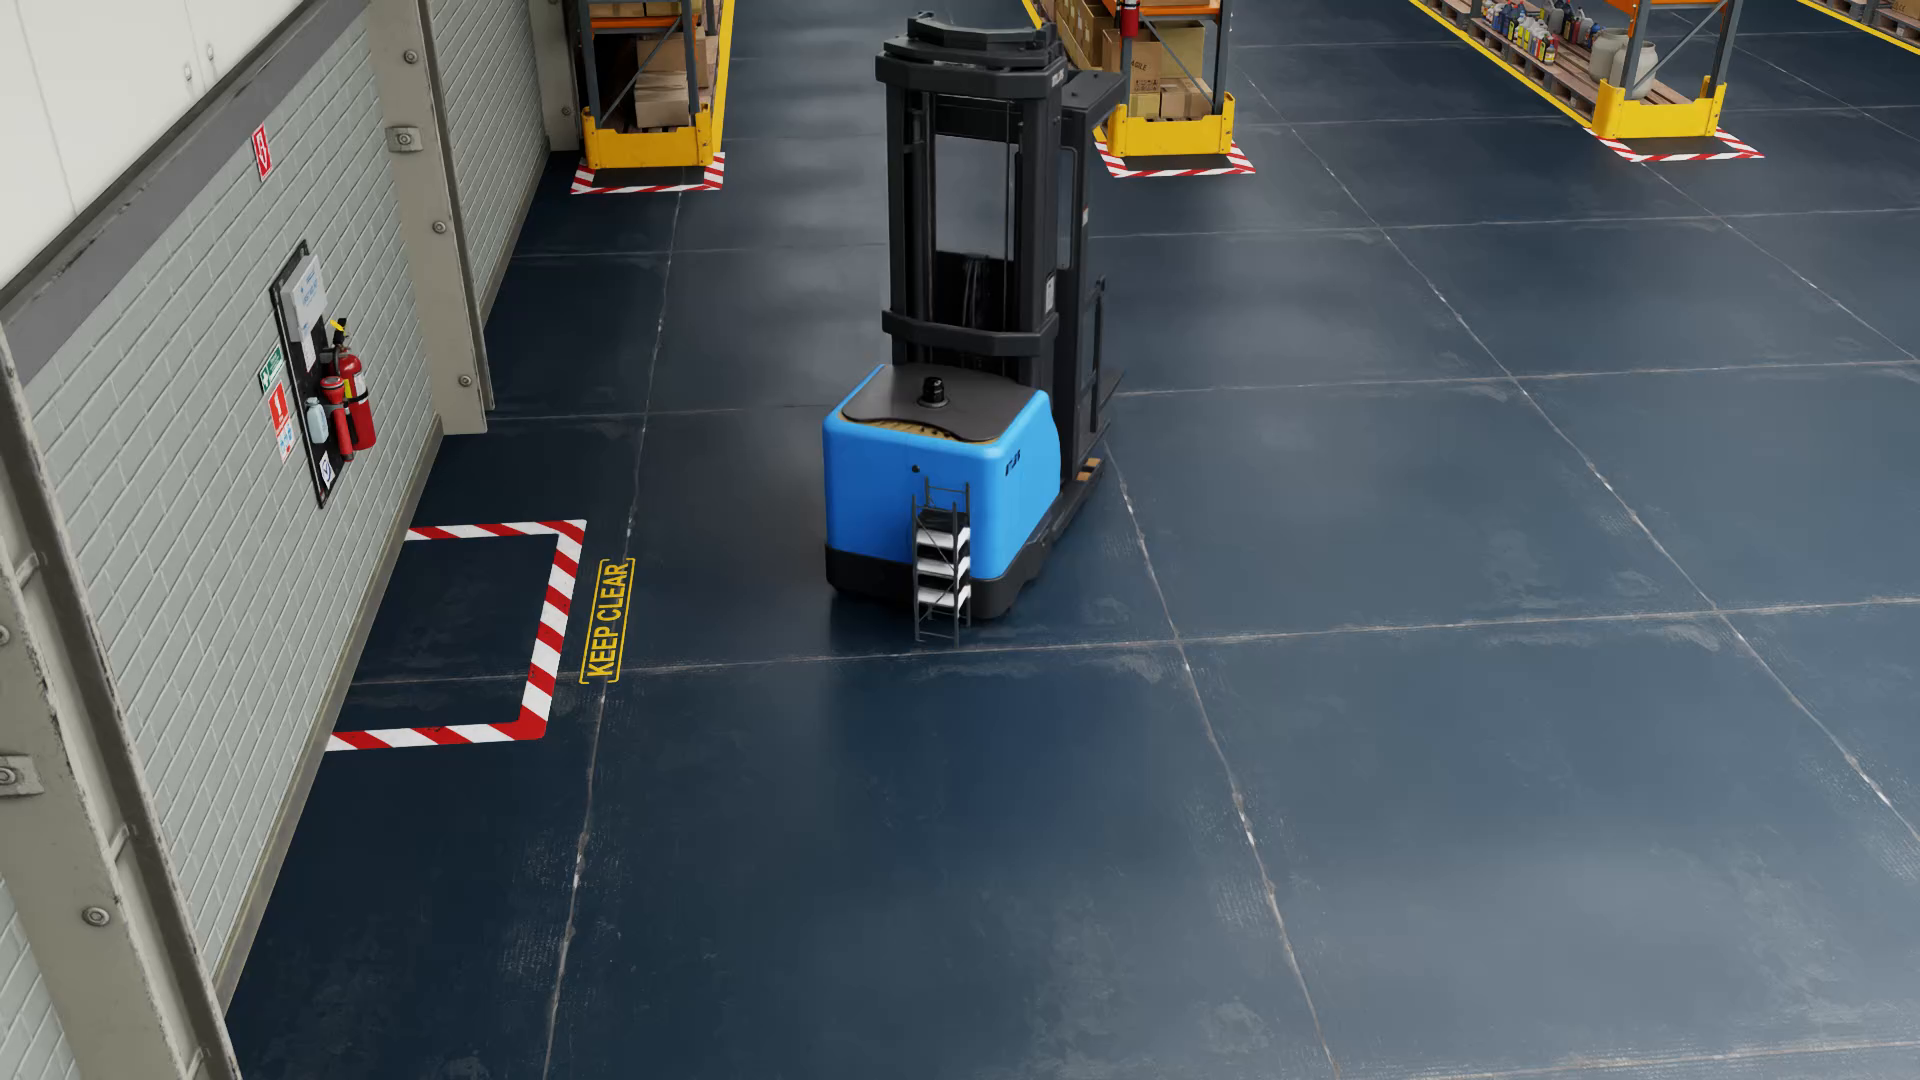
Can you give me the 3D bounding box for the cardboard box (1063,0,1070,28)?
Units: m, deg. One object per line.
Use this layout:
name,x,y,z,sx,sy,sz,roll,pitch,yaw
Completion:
cardboard box,1.424,-5.929,18.292,0.500,0.500,0.500,-3,31,-5

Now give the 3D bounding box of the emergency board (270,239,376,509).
emergency board,-3.094,-0.822,8.201,0.194,1.169,0.643,-3,31,-5

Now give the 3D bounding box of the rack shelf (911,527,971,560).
rack shelf,-0.096,-0.003,8.586,0.258,0.077,0.200,10,34,16

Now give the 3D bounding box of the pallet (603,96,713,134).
pallet,-2.968,-4.091,16.393,1.003,0.211,1.213,-3,31,-5

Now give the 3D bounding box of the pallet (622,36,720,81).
pallet,-3.196,-5.337,18.479,1.003,0.211,1.213,-3,31,-5

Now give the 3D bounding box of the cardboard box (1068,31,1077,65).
cardboard box,1.462,-5.352,18.057,0.500,0.250,0.500,-3,31,-5

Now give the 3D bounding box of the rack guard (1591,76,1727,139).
rack guard,6.889,-4.271,16.413,1.175,0.500,0.348,-3,31,-5

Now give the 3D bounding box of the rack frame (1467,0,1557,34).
rack frame,6.570,-7.350,19.130,1.000,3.000,0.127,-3,31,-5

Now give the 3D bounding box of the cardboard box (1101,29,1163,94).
cardboard box,1.665,-4.653,16.156,0.500,0.500,0.500,-3,31,-5

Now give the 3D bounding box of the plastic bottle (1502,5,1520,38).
plastic bottle,6.249,-5.873,18.812,0.144,0.351,0.185,-4,31,-7

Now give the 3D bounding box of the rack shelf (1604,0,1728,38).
rack shelf,6.756,-6.020,17.605,1.077,0.370,4.000,-3,31,-5

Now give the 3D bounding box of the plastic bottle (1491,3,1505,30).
plastic bottle,6.220,-6.022,19.134,0.152,0.276,0.135,-2,31,-3

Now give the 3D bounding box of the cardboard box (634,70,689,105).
cardboard box,-2.949,-4.516,16.579,0.500,0.311,0.500,0,31,0

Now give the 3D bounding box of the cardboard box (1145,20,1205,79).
cardboard box,2.134,-4.934,16.625,0.500,0.500,0.500,-3,31,-5

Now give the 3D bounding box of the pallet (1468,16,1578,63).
pallet,6.591,-5.808,19.267,1.003,0.211,1.213,-3,31,-5

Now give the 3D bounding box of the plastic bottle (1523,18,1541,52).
plastic bottle,6.307,-5.561,18.289,0.144,0.351,0.185,-2,31,-3

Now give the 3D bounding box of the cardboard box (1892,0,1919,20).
cardboard box,11.498,-6.488,19.715,0.500,0.500,0.500,-4,31,-6

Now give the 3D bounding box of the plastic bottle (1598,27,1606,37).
plastic bottle,7.043,-5.492,18.251,0.097,0.271,0.097,0,31,0

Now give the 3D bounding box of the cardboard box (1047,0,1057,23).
cardboard box,1.310,-6.312,19.664,0.500,0.250,0.500,-3,31,-5

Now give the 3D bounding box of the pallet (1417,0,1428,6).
pallet,6.340,-7.176,21.558,1.003,0.211,1.213,-3,31,-5

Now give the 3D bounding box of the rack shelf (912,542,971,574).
rack shelf,-0.095,0.074,8.634,0.258,0.077,0.200,10,34,16

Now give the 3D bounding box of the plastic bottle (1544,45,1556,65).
plastic bottle,6.335,-5.212,17.850,0.097,0.201,0.097,0,31,0

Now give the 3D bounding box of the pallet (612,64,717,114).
pallet,-3.079,-4.712,17.434,1.003,0.211,1.213,-3,31,-5

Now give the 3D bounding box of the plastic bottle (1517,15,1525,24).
plastic bottle,6.300,-5.766,18.709,0.097,0.271,0.097,0,31,0

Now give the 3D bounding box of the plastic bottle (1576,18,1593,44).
plastic bottle,6.976,-5.708,18.609,0.152,0.276,0.135,-2,31,-4

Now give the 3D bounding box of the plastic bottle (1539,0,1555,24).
plastic bottle,6.773,-6.080,19.157,0.144,0.351,0.185,-3,31,-5

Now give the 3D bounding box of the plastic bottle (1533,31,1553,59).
plastic bottle,6.339,-5.374,18.049,0.152,0.276,0.135,-3,31,-4

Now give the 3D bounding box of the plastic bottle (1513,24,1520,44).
plastic bottle,6.253,-5.663,18.606,0.097,0.201,0.097,0,31,0

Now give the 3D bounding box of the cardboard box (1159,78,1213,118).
cardboard box,2.183,-4.356,16.390,0.500,0.250,0.500,-3,31,-5

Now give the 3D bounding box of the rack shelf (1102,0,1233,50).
rack shelf,1.824,-5.784,17.211,1.077,0.370,4.000,-3,31,-5

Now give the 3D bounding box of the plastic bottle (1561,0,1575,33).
plastic bottle,6.935,-5.988,19.005,0.144,0.351,0.185,-4,31,-7

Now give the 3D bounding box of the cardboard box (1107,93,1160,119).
cardboard box,1.667,-4.332,16.349,0.500,0.250,0.500,-3,31,-5

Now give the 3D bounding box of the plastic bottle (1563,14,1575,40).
plastic bottle,6.865,-5.777,18.716,0.061,0.283,0.133,-3,31,-5

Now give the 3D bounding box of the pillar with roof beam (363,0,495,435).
pillar with roof beam,1.000,-4.867,9.123,9.100,9.000,0.400,-3,31,-5

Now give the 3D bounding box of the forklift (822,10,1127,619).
forklift,0.263,-1.580,9.536,1.130,2.935,3.031,11,33,18

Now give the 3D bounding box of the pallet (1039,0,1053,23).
pallet,1.530,-6.292,20.077,1.003,0.211,1.213,-3,31,-5

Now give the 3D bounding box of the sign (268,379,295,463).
sign,-3.145,-0.550,7.711,0.001,0.329,0.234,-3,31,-5

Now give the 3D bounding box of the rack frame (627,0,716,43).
rack frame,-3.294,-6.875,18.335,1.000,3.000,0.127,-3,31,-5

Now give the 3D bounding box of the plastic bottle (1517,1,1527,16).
plastic bottle,6.375,-5.976,18.984,0.144,0.351,0.185,-3,31,-5

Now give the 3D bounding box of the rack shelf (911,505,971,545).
rack shelf,-0.097,-0.079,8.538,0.258,0.077,0.200,10,34,16

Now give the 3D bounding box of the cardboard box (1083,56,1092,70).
cardboard box,1.560,-4.842,17.202,0.500,0.250,0.500,-3,31,-5

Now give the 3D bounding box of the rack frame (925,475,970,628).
rack frame,-0.063,0.070,8.745,0.240,0.900,0.006,10,34,16

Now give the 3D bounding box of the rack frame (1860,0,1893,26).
rack frame,11.501,-7.587,19.527,1.000,3.000,0.127,-3,31,-5

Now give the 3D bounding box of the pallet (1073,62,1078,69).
pallet,1.787,-4.885,17.722,1.003,0.211,1.213,-3,31,-5

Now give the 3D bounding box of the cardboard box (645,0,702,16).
cardboard box,-2.650,-5.041,15.392,0.500,0.250,0.500,-4,31,-6

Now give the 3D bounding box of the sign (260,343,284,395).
sign,-3.136,-0.780,7.580,0.001,0.109,0.331,-3,31,-5

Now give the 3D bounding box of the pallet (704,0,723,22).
pallet,-3.486,-6.700,20.761,1.003,0.211,1.213,-3,31,-5

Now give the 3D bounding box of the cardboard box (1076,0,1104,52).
cardboard box,1.511,-5.419,17.437,0.500,0.500,0.500,-3,31,-5

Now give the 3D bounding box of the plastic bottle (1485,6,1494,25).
plastic bottle,6.172,-6.102,19.340,0.097,0.201,0.097,0,31,0

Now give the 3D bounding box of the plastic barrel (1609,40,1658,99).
plastic barrel,6.806,-4.752,16.797,0.421,0.512,0.421,0,31,0

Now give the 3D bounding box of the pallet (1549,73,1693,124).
pallet,6.819,-4.562,17.182,1.003,0.211,1.213,-3,31,-5

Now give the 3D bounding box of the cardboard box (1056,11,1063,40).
cardboard box,1.379,-5.863,18.912,0.500,0.250,0.500,-3,31,-5

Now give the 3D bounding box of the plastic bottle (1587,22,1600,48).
plastic bottle,7.024,-5.595,18.424,0.097,0.271,0.097,0,31,0

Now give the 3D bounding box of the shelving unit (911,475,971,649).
shelving unit,-0.095,0.122,8.664,0.258,0.900,0.210,10,34,16
